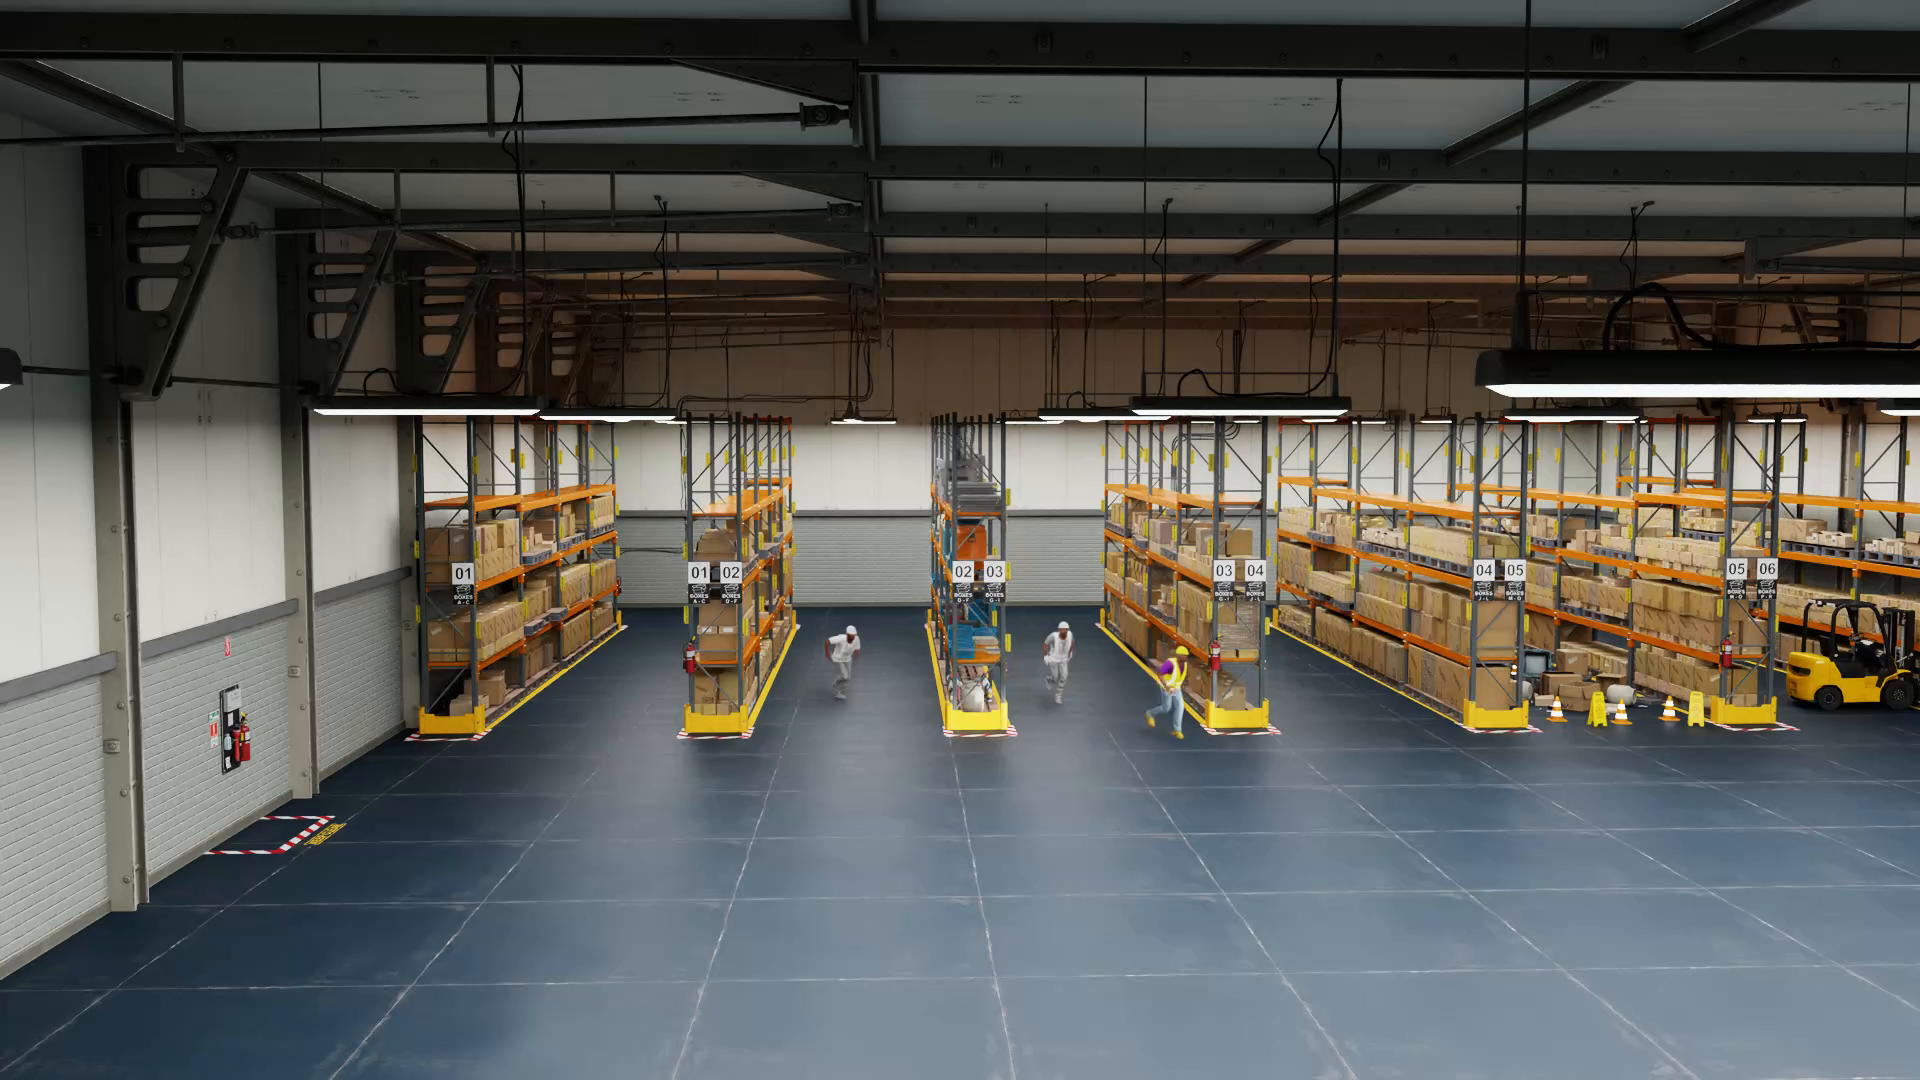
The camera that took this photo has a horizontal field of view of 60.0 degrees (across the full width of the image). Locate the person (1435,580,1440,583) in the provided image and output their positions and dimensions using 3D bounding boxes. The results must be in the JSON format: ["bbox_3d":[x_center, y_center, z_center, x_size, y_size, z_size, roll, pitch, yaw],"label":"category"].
[{"bbox_3d":[12.231,1.932,42.688,0.724,1.794,0.953,-1,4,-10],"label":"person"}]

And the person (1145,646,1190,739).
[{"bbox_3d":[3.867,2.795,30.901,0.721,1.713,1.024,-4,5,-44],"label":"person"}]

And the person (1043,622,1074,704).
[{"bbox_3d":[2.036,2.532,34.657,0.681,1.715,0.879,-2,4,-26],"label":"person"}]

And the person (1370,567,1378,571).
[{"bbox_3d":[11.586,1.676,46.430,0.588,1.831,0.835,-1,4,-15],"label":"person"}]

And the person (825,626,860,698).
[{"bbox_3d":[-2.446,2.565,34.809,0.735,1.577,0.837,-3,5,-36],"label":"person"}]
